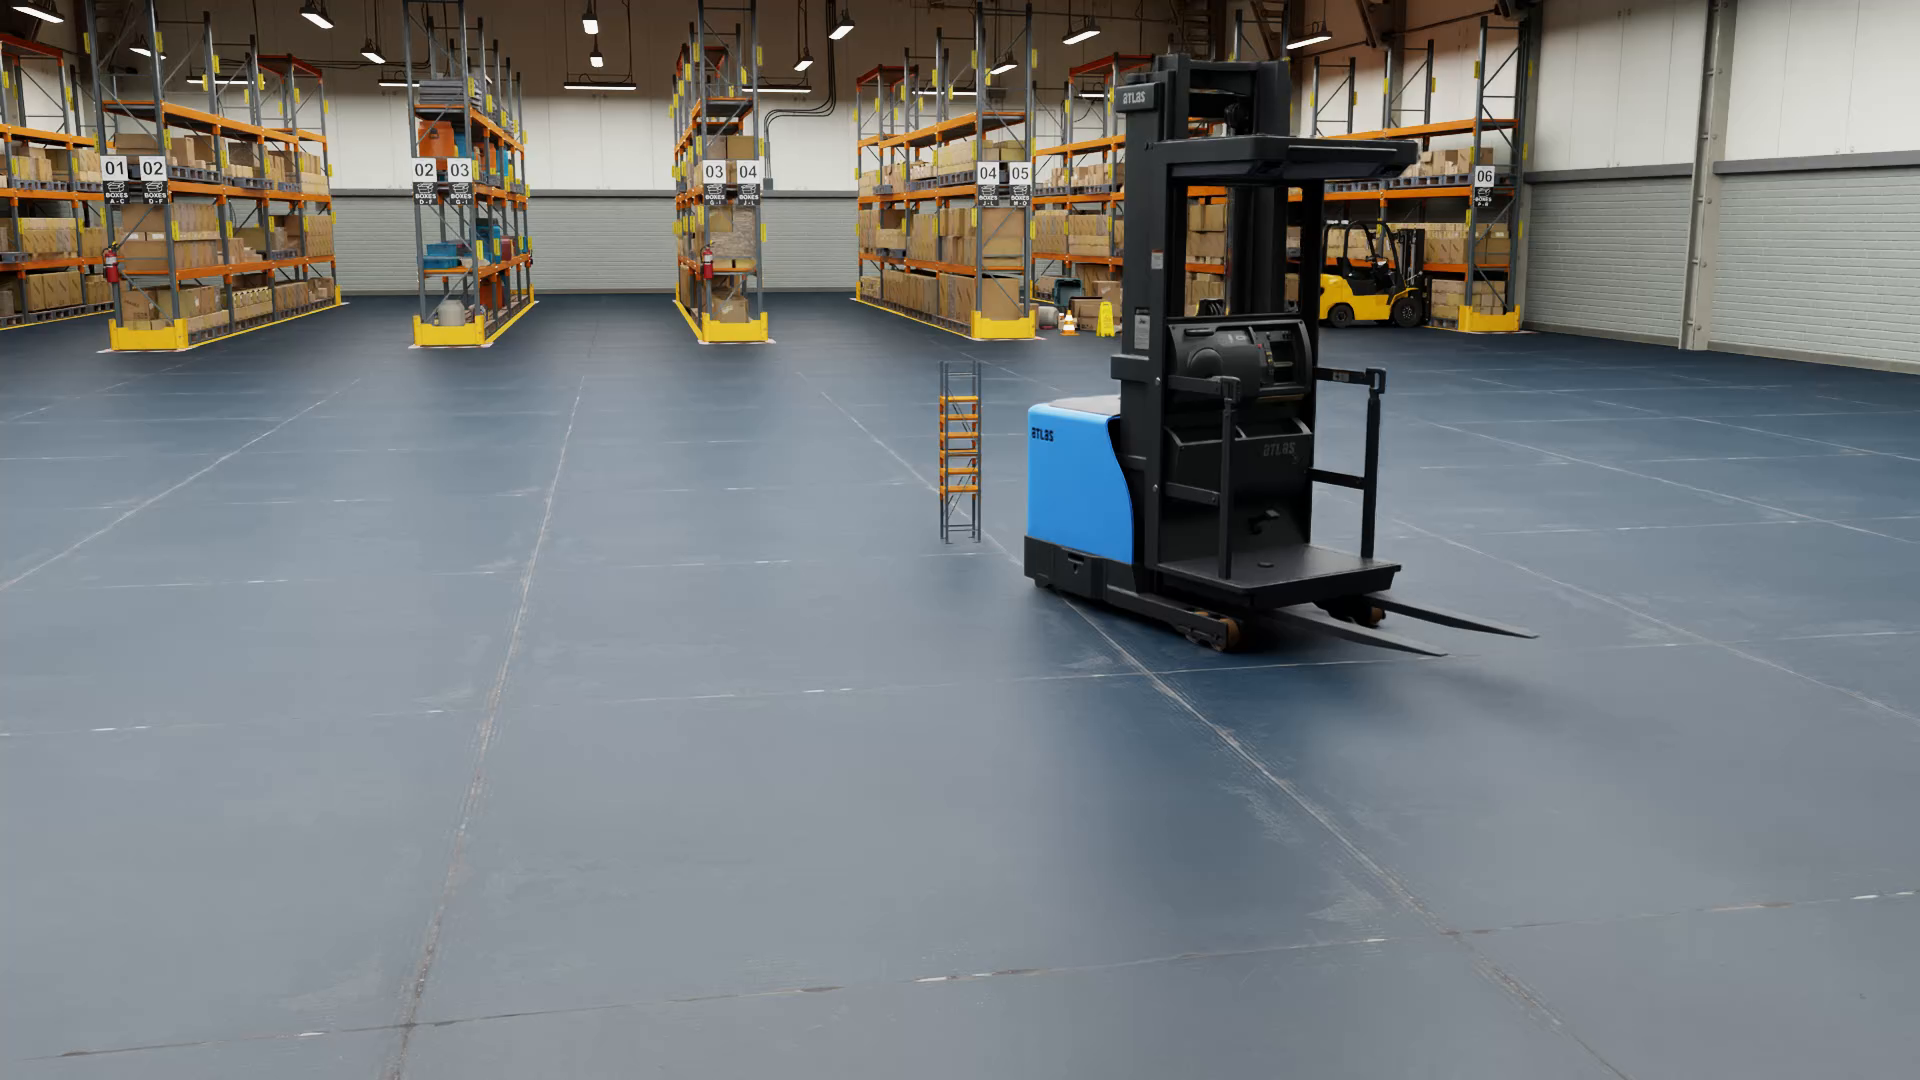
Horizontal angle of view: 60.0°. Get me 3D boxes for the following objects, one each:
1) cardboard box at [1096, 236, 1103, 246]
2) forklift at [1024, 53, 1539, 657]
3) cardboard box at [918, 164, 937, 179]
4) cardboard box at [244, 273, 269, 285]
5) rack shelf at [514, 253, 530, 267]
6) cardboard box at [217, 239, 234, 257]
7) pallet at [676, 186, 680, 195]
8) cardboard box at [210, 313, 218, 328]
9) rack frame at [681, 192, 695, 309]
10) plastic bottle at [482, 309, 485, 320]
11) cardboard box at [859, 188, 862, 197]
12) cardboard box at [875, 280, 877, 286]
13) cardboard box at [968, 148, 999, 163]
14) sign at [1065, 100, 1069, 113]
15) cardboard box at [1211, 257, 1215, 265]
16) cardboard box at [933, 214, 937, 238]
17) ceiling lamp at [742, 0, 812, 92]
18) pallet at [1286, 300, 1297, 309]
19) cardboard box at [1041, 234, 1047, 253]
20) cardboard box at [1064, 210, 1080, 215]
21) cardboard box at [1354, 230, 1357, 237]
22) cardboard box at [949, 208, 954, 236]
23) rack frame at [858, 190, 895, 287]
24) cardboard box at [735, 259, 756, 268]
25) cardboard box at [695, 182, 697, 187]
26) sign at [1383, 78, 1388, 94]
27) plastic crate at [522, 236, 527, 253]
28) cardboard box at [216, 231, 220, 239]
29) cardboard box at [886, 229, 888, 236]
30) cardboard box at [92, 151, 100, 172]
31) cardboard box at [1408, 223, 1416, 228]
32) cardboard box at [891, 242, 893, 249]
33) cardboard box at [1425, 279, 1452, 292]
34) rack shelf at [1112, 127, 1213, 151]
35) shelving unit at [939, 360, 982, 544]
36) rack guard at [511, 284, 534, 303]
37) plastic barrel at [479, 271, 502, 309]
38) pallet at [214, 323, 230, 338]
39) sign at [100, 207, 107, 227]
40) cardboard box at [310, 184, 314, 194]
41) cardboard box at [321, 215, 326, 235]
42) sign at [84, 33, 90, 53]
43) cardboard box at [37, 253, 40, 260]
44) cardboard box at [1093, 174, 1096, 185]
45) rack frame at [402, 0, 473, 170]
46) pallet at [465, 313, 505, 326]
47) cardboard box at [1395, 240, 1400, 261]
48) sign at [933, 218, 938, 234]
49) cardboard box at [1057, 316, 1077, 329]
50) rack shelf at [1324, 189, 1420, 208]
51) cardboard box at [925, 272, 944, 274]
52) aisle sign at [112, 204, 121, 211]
[{"bbox_3d":[3.633,-7.273,40.450,0.500,0.250,0.500,-2,11,-12],"label":"cardboard box"},{"bbox_3d":[1.588,-0.985,8.532,1.130,2.935,3.031,-7,13,-32],"label":"forklift"},{"bbox_3d":[-0.634,-8.087,36.490,0.500,0.311,0.500,-2,11,-12],"label":"cardboard box"},{"bbox_3d":[-15.989,-5.925,37.806,0.500,0.250,0.500,-2,11,-12],"label":"cardboard box"},{"bbox_3d":[-11.666,-7.134,42.580,1.077,0.370,4.000,-2,11,-11],"label":"rack shelf"},{"bbox_3d":[-14.817,-5.761,33.175,0.500,0.500,0.500,-1,11,-7],"label":"cardboard box"},{"bbox_3d":[-7.042,-9.329,44.401,1.003,0.211,1.213,-2,11,-11],"label":"pallet"},{"bbox_3d":[-14.077,-4.069,30.784,0.500,0.250,0.500,-2,11,-11],"label":"cardboard box"},{"bbox_3d":[-6.419,-7.301,41.532,1.000,3.000,0.127,-2,11,-11],"label":"rack frame"},{"bbox_3d":[-9.186,-4.299,31.871,0.152,0.276,0.135,-2,11,-10],"label":"plastic bottle"},{"bbox_3d":[-2.475,-9.504,45.489,0.500,0.250,0.500,-2,11,-9],"label":"cardboard box"},{"bbox_3d":[-2.003,-6.707,43.324,0.380,0.149,0.250,-2,11,-12],"label":"cardboard box"},{"bbox_3d":[0.431,-7.143,30.894,0.500,0.250,0.500,-2,11,-10],"label":"cardboard box"},{"bbox_3d":[2.753,-11.129,42.680,0.100,0.325,0.005,-2,11,-11],"label":"sign"},{"bbox_3d":[5.166,-5.488,32.679,0.380,0.149,0.250,-2,11,-12],"label":"cardboard box"},{"bbox_3d":[-0.182,-6.721,35.543,0.700,0.500,0.500,-2,11,-12],"label":"cardboard box"},{"bbox_3d":[-5.232,-14.433,47.350,2.000,3.185,0.800,-2,11,-11],"label":"ceiling lamp"},{"bbox_3d":[8.840,-5.877,41.510,1.003,0.211,1.213,-2,11,-11],"label":"pallet"},{"bbox_3d":[2.543,-8.160,45.777,0.500,0.500,0.500,-2,11,-11],"label":"cardboard box"},{"bbox_3d":[2.930,-8.565,43.498,0.380,0.149,0.250,-2,11,-12],"label":"cardboard box"},{"bbox_3d":[9.207,-6.985,37.869,0.380,0.149,0.250,-2,11,-12],"label":"cardboard box"},{"bbox_3d":[0.251,-6.330,33.142,0.875,0.550,0.550,-2,11,-11],"label":"cardboard box"},{"bbox_3d":[-2.312,-8.196,46.236,1.000,3.000,0.127,-2,11,-11],"label":"rack frame"},{"bbox_3d":[-3.907,-5.037,30.312,0.380,0.149,0.250,-2,11,-11],"label":"cardboard box"},{"bbox_3d":[-4.919,-7.045,32.565,0.500,0.250,0.500,-2,11,-12],"label":"cardboard box"},{"bbox_3d":[9.196,-9.798,35.898,0.100,0.325,0.005,-2,11,-11],"label":"sign"},{"bbox_3d":[-11.807,-7.846,44.144,0.616,0.435,0.499,-2,11,-11],"label":"plastic crate"},{"bbox_3d":[-14.318,-5.800,31.643,0.380,0.149,0.250,-2,11,-11],"label":"cardboard box"},{"bbox_3d":[-1.600,-7.462,40.338,0.380,0.149,0.250,-2,11,-9],"label":"cardboard box"},{"bbox_3d":[-21.066,-9.109,40.017,0.500,0.500,0.500,-2,11,-11],"label":"cardboard box"},{"bbox_3d":[9.721,-6.631,35.215,0.380,0.149,0.250,-2,11,-12],"label":"cardboard box"},{"bbox_3d":[-1.445,-7.024,39.628,0.380,0.149,0.250,-2,11,-12],"label":"cardboard box"},{"bbox_3d":[9.895,-5.247,34.298,0.500,0.250,0.500,-2,11,-10],"label":"cardboard box"},{"bbox_3d":[4.469,-8.958,37.187,1.077,0.370,4.000,-2,11,-11],"label":"rack shelf"},{"bbox_3d":[0.003,-0.587,11.070,0.258,1.200,0.189,-2,11,-11],"label":"shelving unit"},{"bbox_3d":[-12.073,-6.630,44.694,1.175,0.500,0.348,-2,11,-11],"label":"rack guard"},{"bbox_3d":[-10.611,-5.616,37.363,0.600,0.830,0.708,-2,11,-11],"label":"plastic barrel"},{"bbox_3d":[-14.467,-3.957,31.420,1.003,0.211,1.213,-2,11,-11],"label":"pallet"},{"bbox_3d":[-14.338,-5.408,27.859,0.100,0.325,0.005,-2,11,-11],"label":"sign"},{"bbox_3d":[-16.178,-8.623,40.857,0.500,0.250,0.500,-2,11,-11],"label":"cardboard box"},{"bbox_3d":[-16.354,-7.956,42.033,0.500,0.500,0.500,-2,11,-9],"label":"cardboard box"},{"bbox_3d":[-14.338,-8.168,27.334,0.100,0.325,0.005,-2,11,-11],"label":"sign"},{"bbox_3d":[-20.292,-6.169,36.205,0.380,0.149,0.250,-2,11,-10],"label":"cardboard box"},{"bbox_3d":[3.469,-8.781,40.524,0.396,0.266,0.258,-2,11,-12],"label":"cardboard box"},{"bbox_3d":[-8.943,-7.867,28.461,1.000,3.000,0.127,-2,11,-11],"label":"rack frame"},{"bbox_3d":[-10.153,-4.650,35.065,1.003,0.211,1.213,-2,11,-11],"label":"pallet"},{"bbox_3d":[9.674,-6.238,35.683,0.500,0.500,0.500,-2,11,-10],"label":"cardboard box"},{"bbox_3d":[-0.509,-6.504,34.459,0.100,0.325,0.005,-2,11,-11],"label":"sign"},{"bbox_3d":[2.163,-4.404,33.624,0.396,0.266,0.258,0,11,-1],"label":"cardboard box"},{"bbox_3d":[9.337,-7.862,38.382,1.077,0.370,4.000,-2,11,-11],"label":"rack shelf"},{"bbox_3d":[-0.653,-6.211,39.363,0.500,0.250,0.500,-3,11,-14],"label":"cardboard box"},{"bbox_3d":[-21.493,-8.795,42.431,0.394,0.787,0.004,-2,11,-11],"label":"aisle sign"}]
